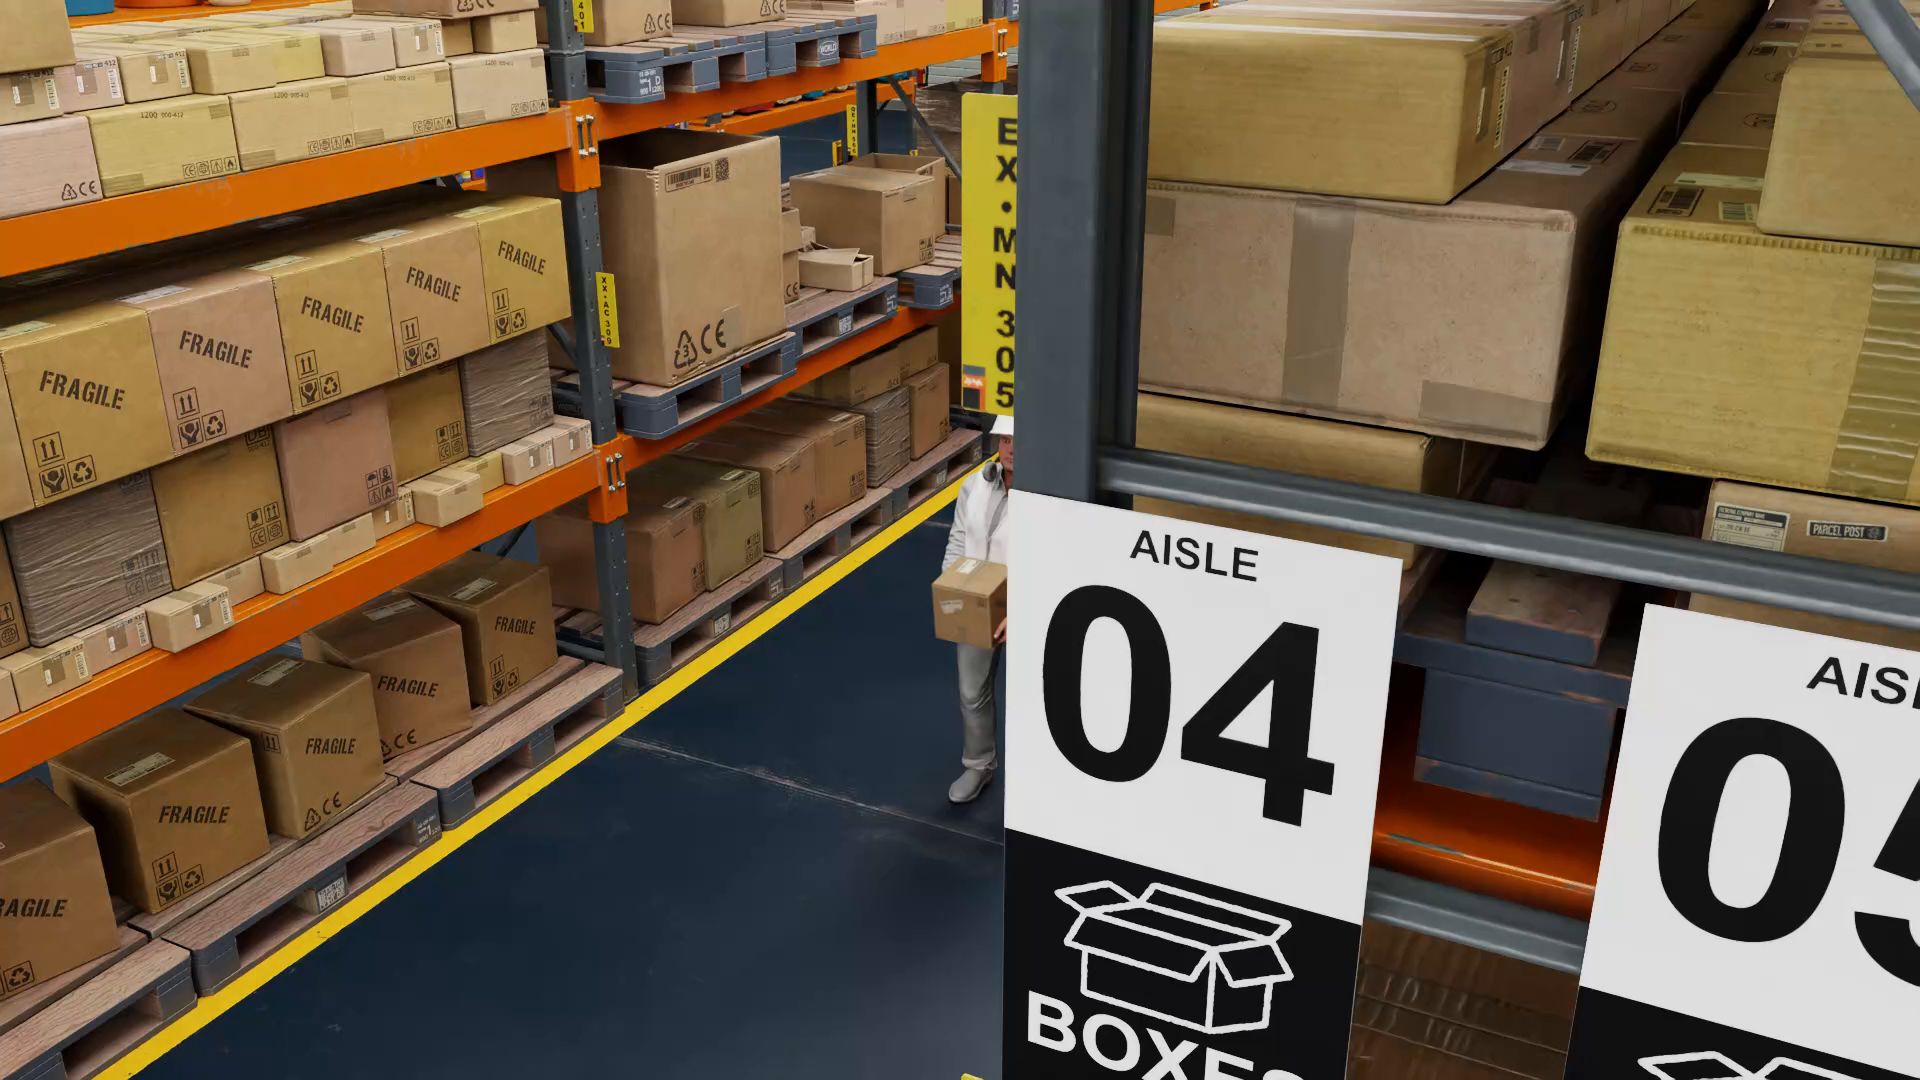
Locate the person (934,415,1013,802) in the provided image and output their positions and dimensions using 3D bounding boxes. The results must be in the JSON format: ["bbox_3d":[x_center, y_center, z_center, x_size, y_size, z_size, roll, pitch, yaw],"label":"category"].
[{"bbox_3d":[0.164,0.317,6.809,0.494,1.762,0.564,11,25,25],"label":"person"}]
